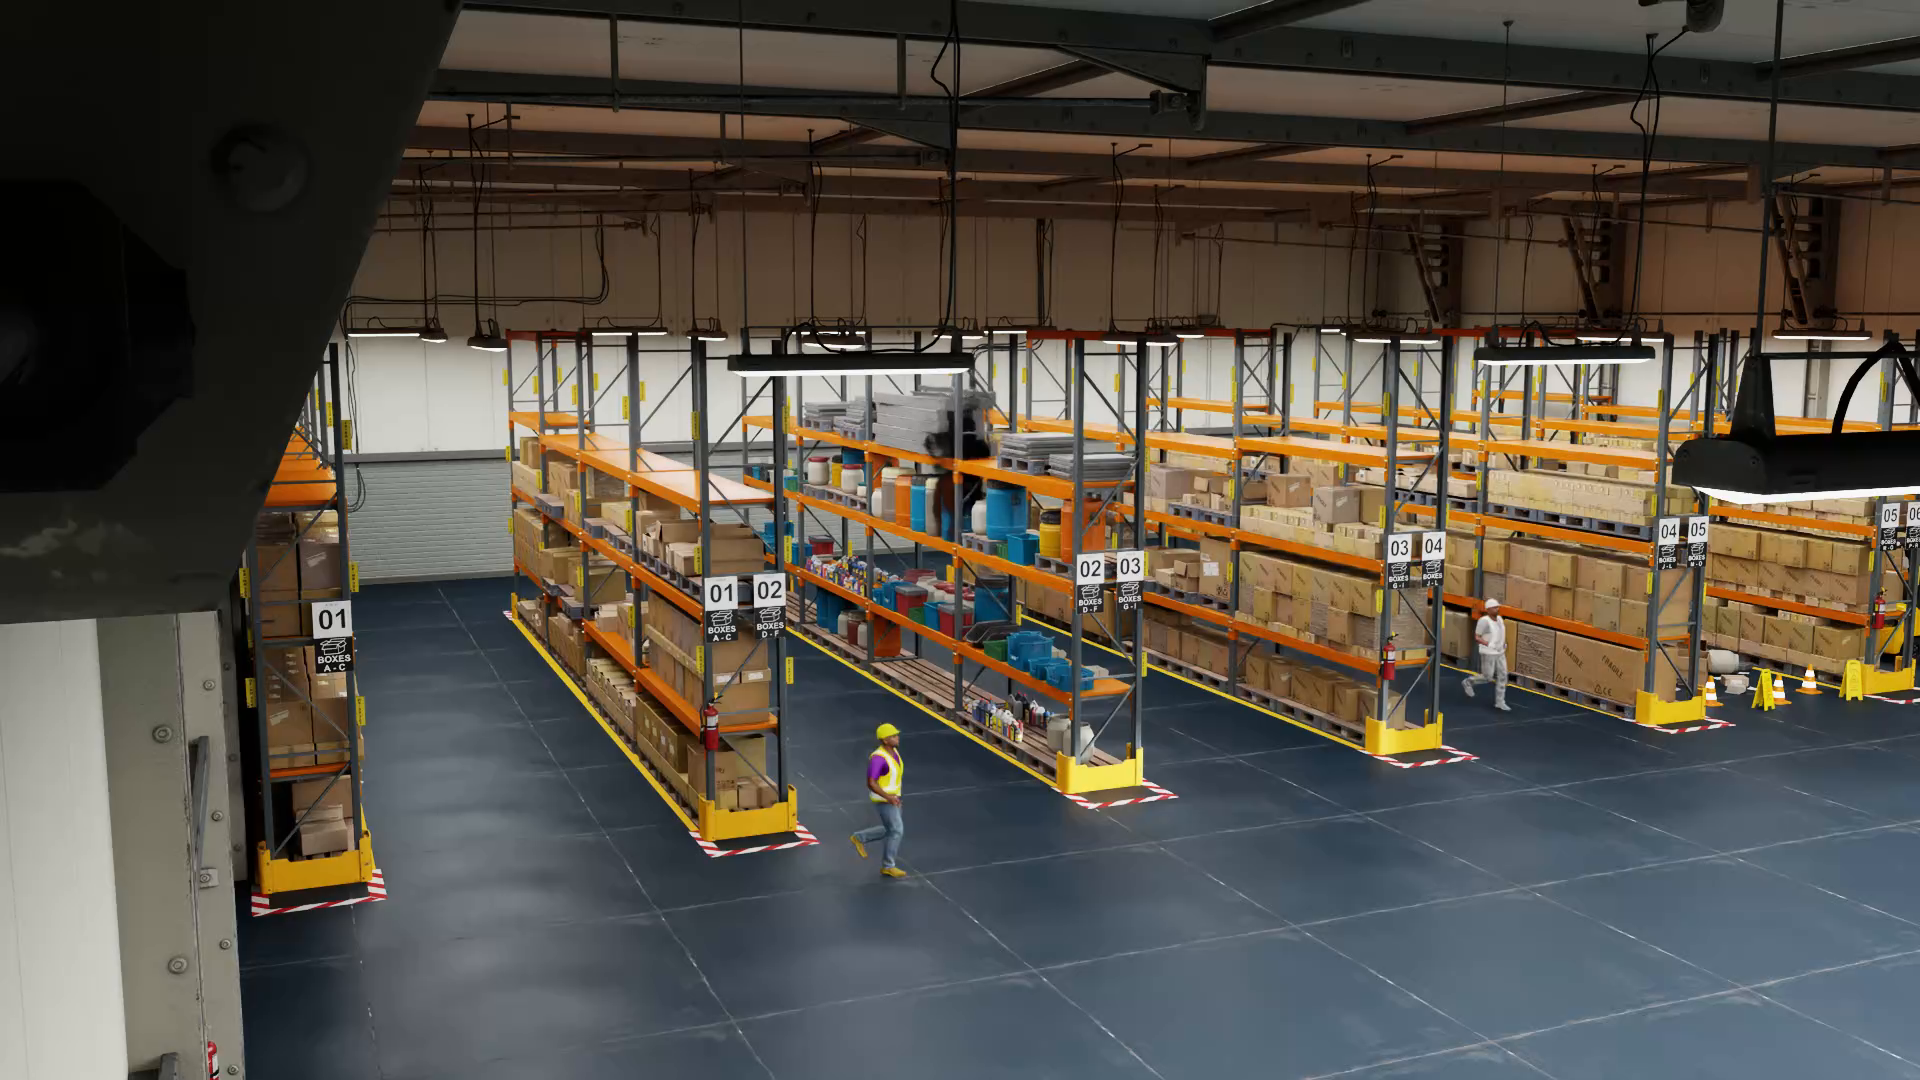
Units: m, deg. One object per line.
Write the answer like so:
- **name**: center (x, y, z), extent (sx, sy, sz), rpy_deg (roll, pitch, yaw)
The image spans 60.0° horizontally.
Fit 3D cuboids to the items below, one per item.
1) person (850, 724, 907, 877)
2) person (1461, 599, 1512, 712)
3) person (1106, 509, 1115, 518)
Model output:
- **person**: center (-0.924, 2.926, 18.851), extent (0.679, 1.751, 0.713), rpy_deg (2, 8, 13)
- **person**: center (8.546, 1.826, 26.812), extent (0.691, 1.781, 0.914), rpy_deg (-5, 10, -35)
- **person**: center (3.300, -0.108, 41.101), extent (0.995, 1.694, 0.867), rpy_deg (-4, 9, -26)
